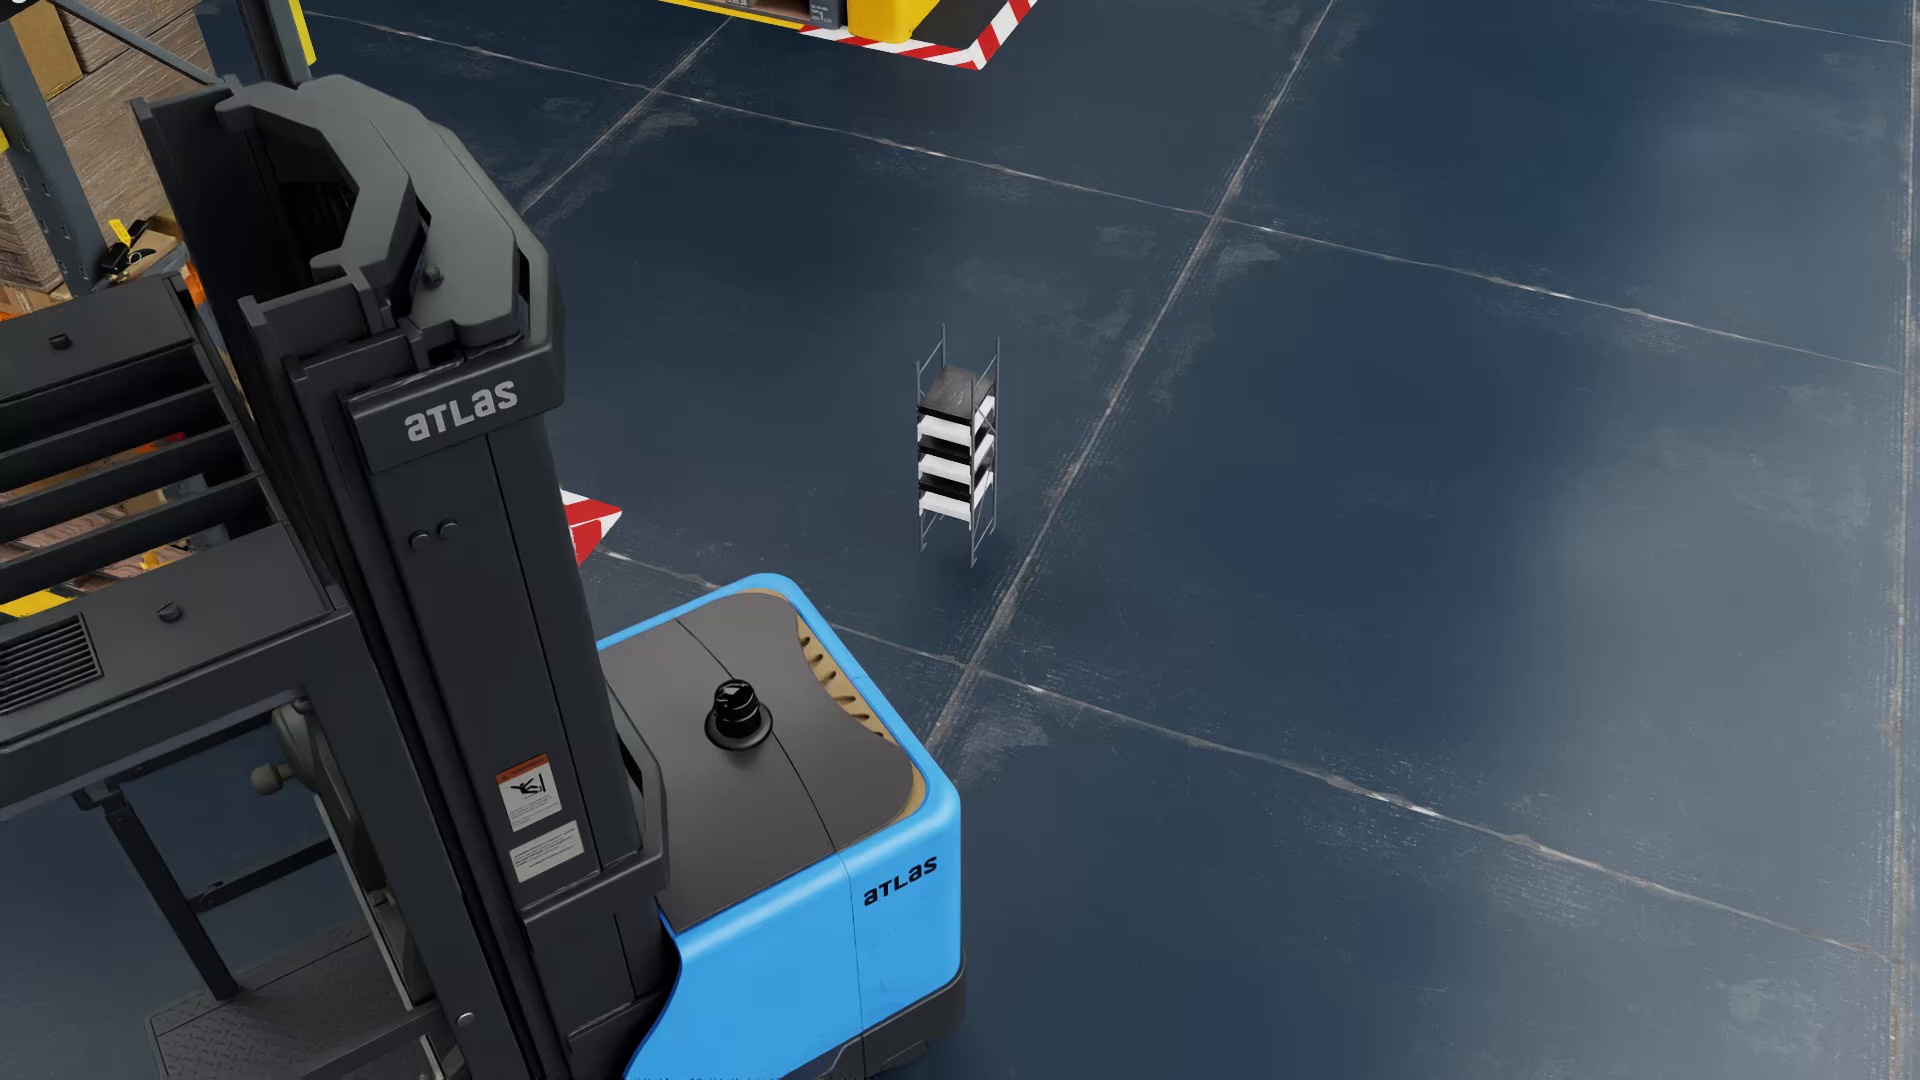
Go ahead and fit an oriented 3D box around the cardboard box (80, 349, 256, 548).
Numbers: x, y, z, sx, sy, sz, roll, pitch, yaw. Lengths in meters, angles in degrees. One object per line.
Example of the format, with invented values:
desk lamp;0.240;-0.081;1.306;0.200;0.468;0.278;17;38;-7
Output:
cardboard box;-2.839;-0.386;5.986;0.500;0.500;0.500;25;50;23

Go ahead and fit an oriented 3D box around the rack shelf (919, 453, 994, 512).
rack shelf;-0.007;-0.234;6.022;0.200;0.077;0.258;16;47;16

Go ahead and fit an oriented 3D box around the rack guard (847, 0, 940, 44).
rack guard;-0.244;-3.252;9.164;0.348;0.500;1.175;16;47;16

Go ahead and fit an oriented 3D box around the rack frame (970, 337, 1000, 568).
rack frame;0.086;-0.294;5.907;0.006;0.900;0.240;16;47;16

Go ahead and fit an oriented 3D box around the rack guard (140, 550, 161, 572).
rack guard;-2.339;-0.078;5.974;0.348;0.500;1.175;16;47;16

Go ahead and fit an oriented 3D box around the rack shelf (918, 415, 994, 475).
rack shelf;-0.007;-0.361;5.895;0.200;0.077;0.258;16;47;16

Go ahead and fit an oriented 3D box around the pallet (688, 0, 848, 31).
pallet;-1.034;-3.322;9.439;1.213;0.211;1.003;16;47;16

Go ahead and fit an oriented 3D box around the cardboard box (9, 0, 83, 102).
cardboard box;-2.872;-1.427;4.567;0.500;0.500;0.500;16;47;16

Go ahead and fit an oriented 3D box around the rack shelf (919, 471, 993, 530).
rack shelf;-0.007;-0.170;6.085;0.200;0.077;0.258;16;47;16

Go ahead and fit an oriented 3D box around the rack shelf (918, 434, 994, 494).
rack shelf;-0.007;-0.298;5.958;0.200;0.077;0.258;16;47;16

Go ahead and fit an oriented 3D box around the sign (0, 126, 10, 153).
sign;-2.501;-1.110;4.194;0.005;0.325;0.100;16;47;16

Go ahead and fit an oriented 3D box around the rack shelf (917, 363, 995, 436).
rack shelf;-0.007;-0.489;5.768;0.200;0.077;0.258;16;47;16

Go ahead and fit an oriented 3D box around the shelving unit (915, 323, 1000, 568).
shelving unit;-0.007;-0.321;5.935;0.210;0.900;0.258;16;47;16

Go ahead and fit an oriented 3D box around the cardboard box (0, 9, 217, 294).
cardboard box;-2.766;-1.251;5.099;0.500;0.500;0.875;16;47;16

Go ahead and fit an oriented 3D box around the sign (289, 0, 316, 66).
sign;-2.060;-1.603;5.121;0.005;0.325;0.100;16;47;16

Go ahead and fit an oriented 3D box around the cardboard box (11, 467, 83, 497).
cardboard box;-3.404;-0.526;6.127;0.500;0.500;0.500;29;52;26

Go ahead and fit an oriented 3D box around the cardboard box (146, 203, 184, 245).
cardboard box;-2.440;-1.087;5.394;0.250;0.149;0.380;16;47;16

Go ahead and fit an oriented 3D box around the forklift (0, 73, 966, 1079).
forklift;-1.503;0.634;3.535;3.031;2.935;1.130;-24;50;-22

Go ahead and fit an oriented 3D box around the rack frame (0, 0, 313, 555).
rack frame;-2.269;-0.943;5.071;0.127;3.000;1.000;16;47;16

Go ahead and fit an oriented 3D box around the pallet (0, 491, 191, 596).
pallet;-3.075;-0.219;6.320;1.213;0.211;1.003;16;47;16

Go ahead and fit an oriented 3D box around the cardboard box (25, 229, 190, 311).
cardboard box;-2.611;-0.797;5.103;0.250;0.149;0.380;16;47;16

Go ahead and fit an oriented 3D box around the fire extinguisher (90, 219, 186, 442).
fire extinguisher;-2.341;-0.585;4.766;0.183;0.674;0.296;16;47;16

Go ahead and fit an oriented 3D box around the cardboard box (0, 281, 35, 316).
cardboard box;-2.842;-0.865;5.171;0.250;0.149;0.380;16;47;16

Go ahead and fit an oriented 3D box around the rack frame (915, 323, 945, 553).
rack frame;-0.101;-0.349;5.963;0.006;0.900;0.240;16;47;16

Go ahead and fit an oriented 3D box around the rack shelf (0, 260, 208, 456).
rack shelf;-4.115;-1.231;5.871;4.000;0.370;1.077;16;47;16

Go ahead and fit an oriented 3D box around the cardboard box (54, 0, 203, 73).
cardboard box;-2.671;-1.765;4.907;0.500;0.500;0.500;16;47;16

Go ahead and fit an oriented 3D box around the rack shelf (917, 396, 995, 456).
rack shelf;-0.007;-0.425;5.831;0.200;0.077;0.258;16;47;16
